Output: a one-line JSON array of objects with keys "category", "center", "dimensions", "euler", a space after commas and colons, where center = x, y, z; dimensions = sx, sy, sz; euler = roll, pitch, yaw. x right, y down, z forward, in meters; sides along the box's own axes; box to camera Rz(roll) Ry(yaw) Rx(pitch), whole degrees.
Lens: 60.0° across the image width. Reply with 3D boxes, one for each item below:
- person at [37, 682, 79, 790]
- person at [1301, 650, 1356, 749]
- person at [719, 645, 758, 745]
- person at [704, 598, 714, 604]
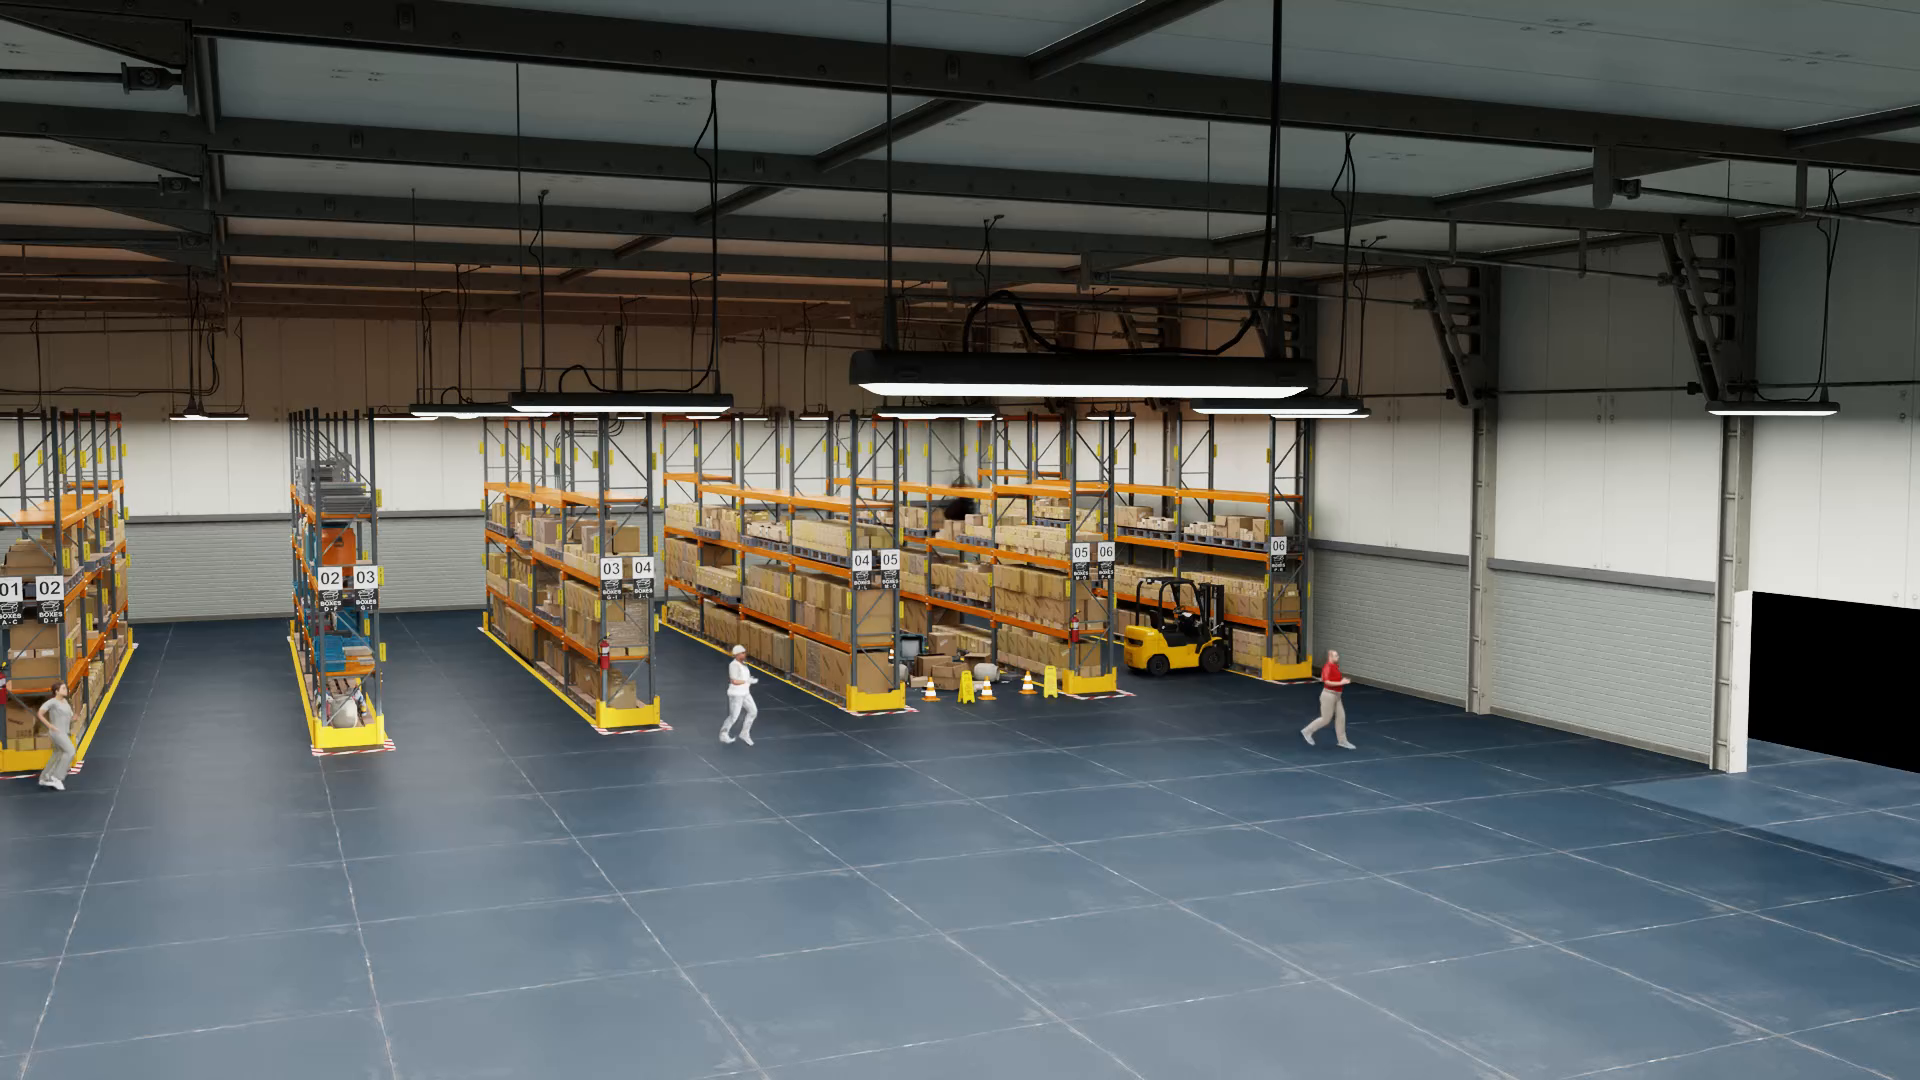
[{"category": "person", "center": [-14.174, 3.071, 26.162], "dimensions": [0.626, 1.692, 0.555], "euler": [0, 4, -5]}, {"category": "person", "center": [6.506, 2.790, 29.246], "dimensions": [0.931, 1.722, 0.682], "euler": [2, 4, 27]}, {"category": "person", "center": [-3.904, 2.769, 29.550], "dimensions": [0.783, 1.817, 0.626], "euler": [1, 4, 15]}, {"category": "person", "center": [-7.608, 1.381, 49.562], "dimensions": [0.614, 1.748, 0.670], "euler": [-1, 4, -19]}]
